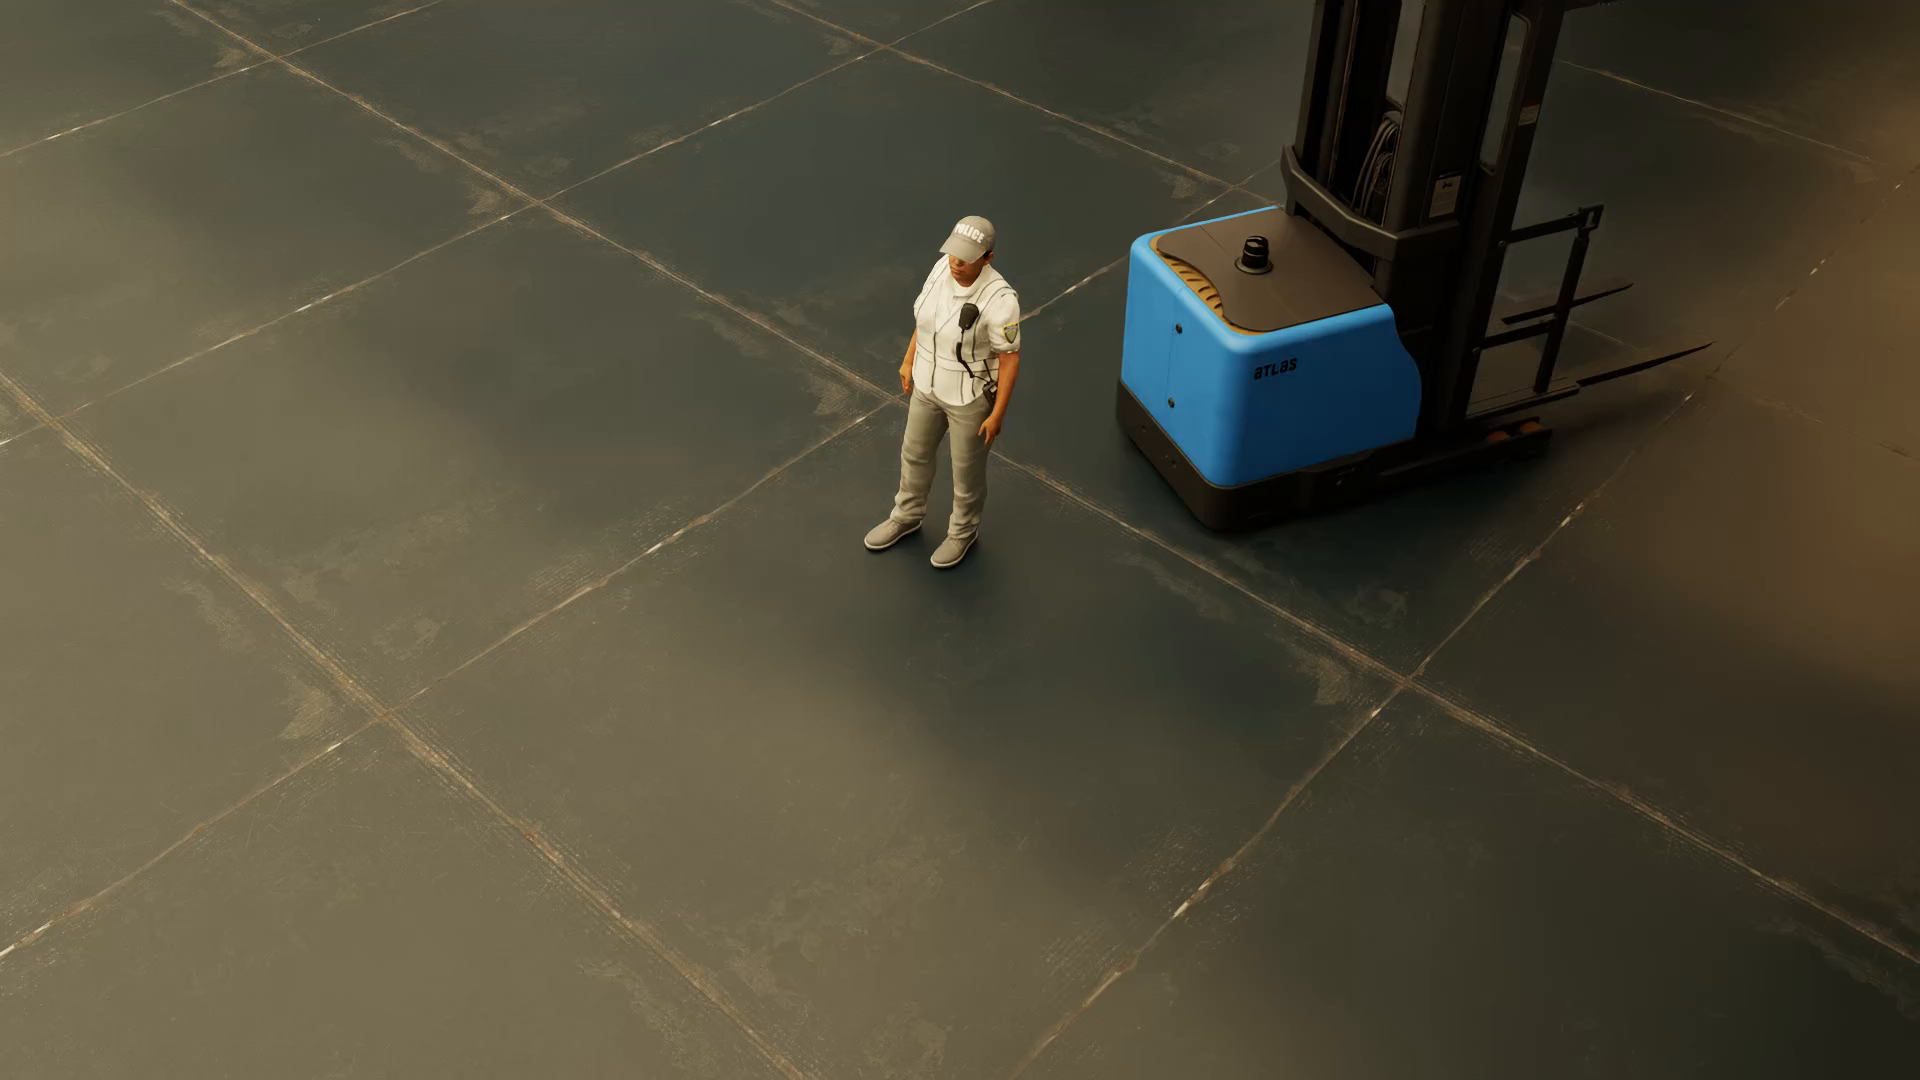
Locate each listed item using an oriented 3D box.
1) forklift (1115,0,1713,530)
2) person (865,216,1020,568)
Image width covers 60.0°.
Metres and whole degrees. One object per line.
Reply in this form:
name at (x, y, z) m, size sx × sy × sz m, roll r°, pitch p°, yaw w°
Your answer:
forklift at (2.339, -1.780, 7.503) m, size 3.031 × 2.935 × 1.130 m, roll -15°, pitch 43°, yaw -17°
person at (-0.069, -0.612, 7.101) m, size 0.597 × 1.670 × 0.529 m, roll 31°, pitch 49°, yaw 31°
